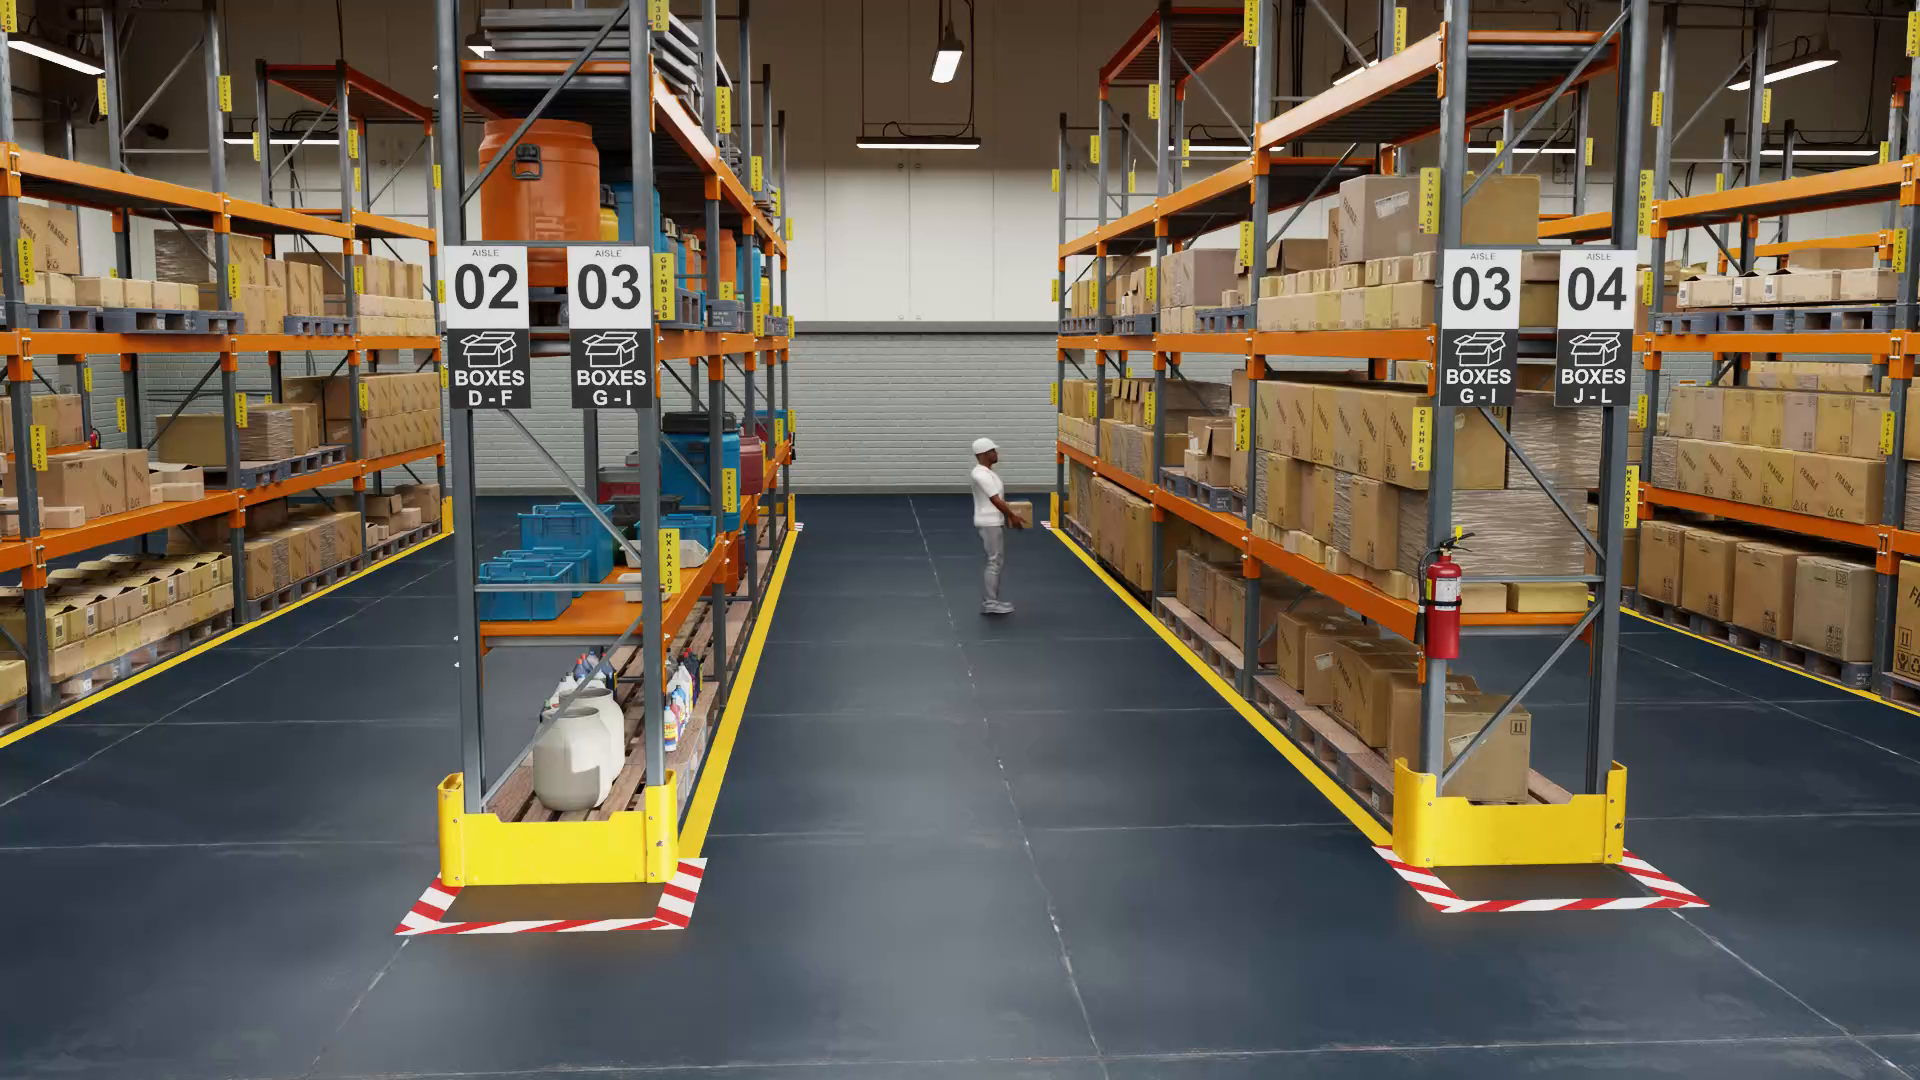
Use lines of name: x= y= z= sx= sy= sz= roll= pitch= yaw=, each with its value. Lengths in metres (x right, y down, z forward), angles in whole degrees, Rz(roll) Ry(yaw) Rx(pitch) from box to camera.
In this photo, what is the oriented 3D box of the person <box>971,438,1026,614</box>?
person: x=0.393 y=-0.150 z=16.893 sx=0.566 sy=1.770 sz=0.520 roll=0 pitch=7 yaw=1
